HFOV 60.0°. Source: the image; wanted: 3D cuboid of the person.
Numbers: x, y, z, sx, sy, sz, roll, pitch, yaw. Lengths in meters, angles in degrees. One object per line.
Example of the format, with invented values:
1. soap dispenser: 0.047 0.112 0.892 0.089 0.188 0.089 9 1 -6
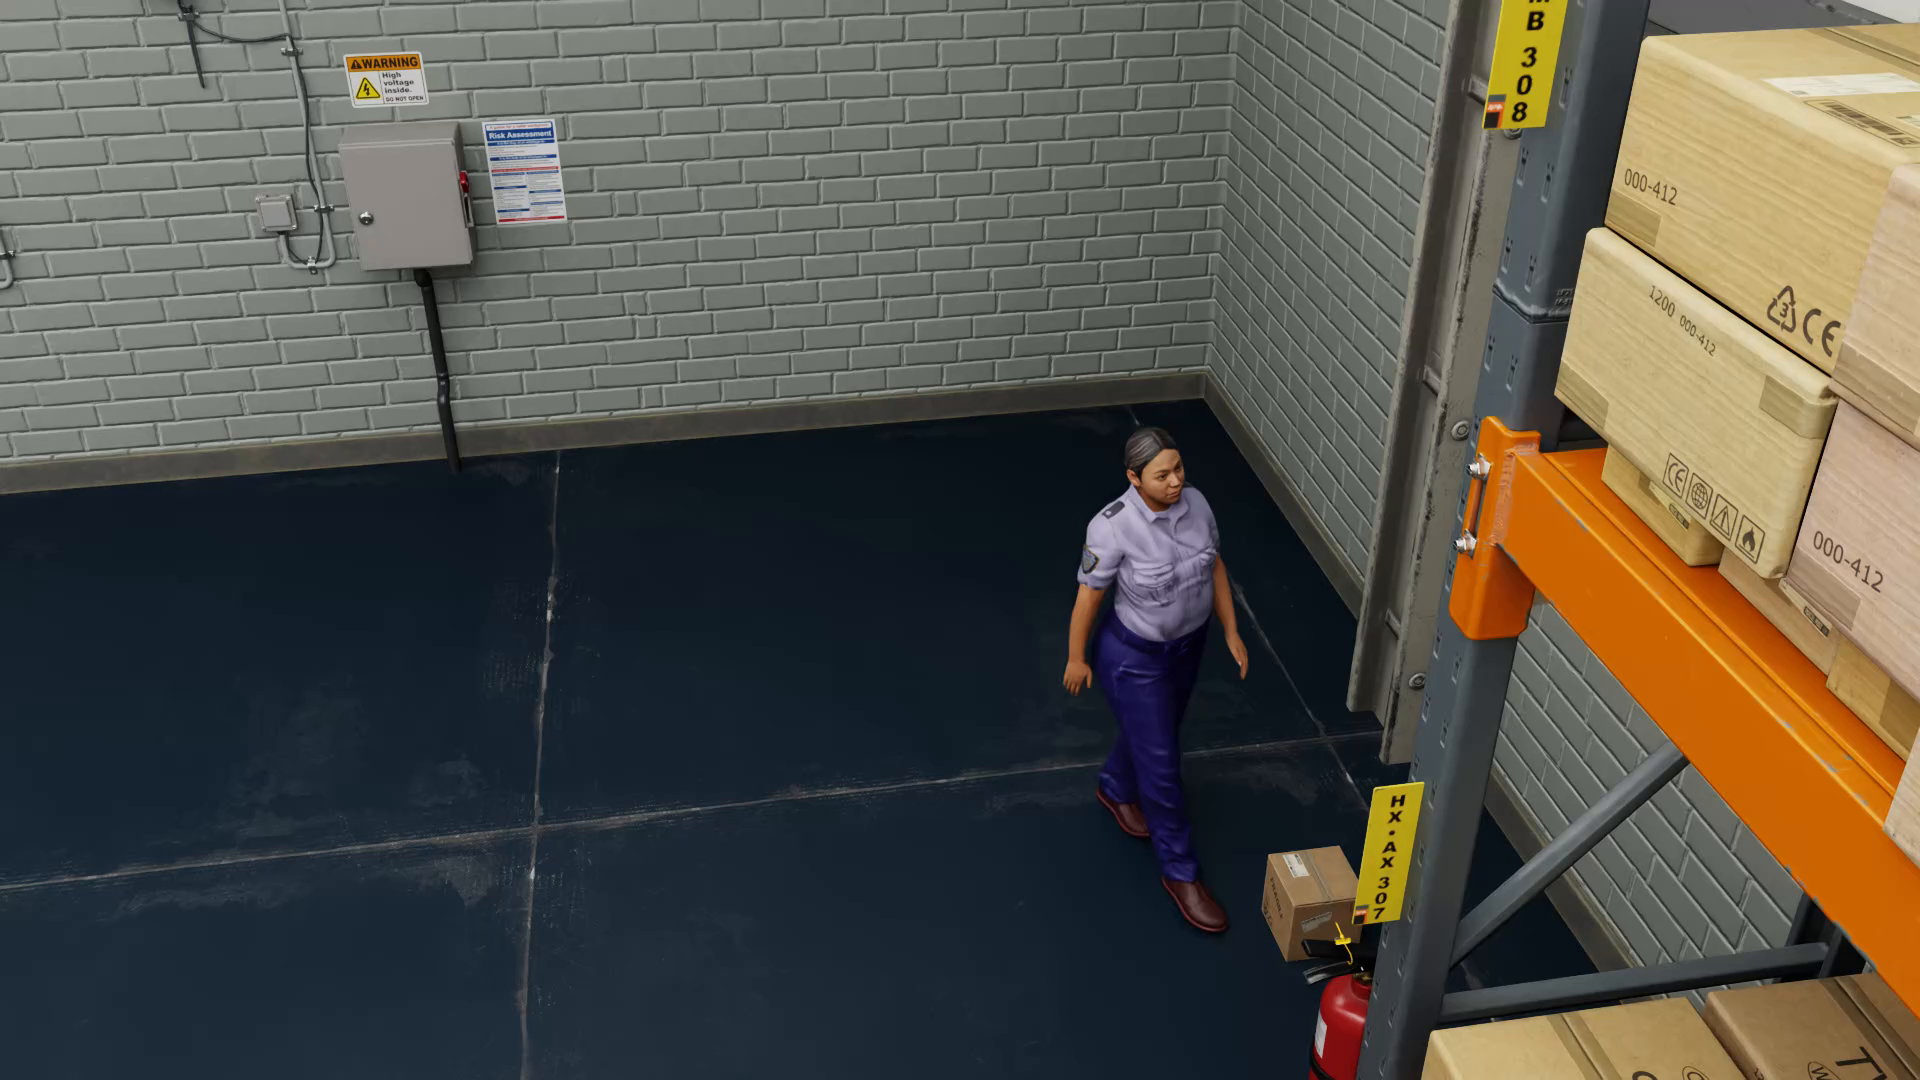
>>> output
1. person: 0.736 0.417 5.443 0.530 1.623 0.794 -24 38 -34
